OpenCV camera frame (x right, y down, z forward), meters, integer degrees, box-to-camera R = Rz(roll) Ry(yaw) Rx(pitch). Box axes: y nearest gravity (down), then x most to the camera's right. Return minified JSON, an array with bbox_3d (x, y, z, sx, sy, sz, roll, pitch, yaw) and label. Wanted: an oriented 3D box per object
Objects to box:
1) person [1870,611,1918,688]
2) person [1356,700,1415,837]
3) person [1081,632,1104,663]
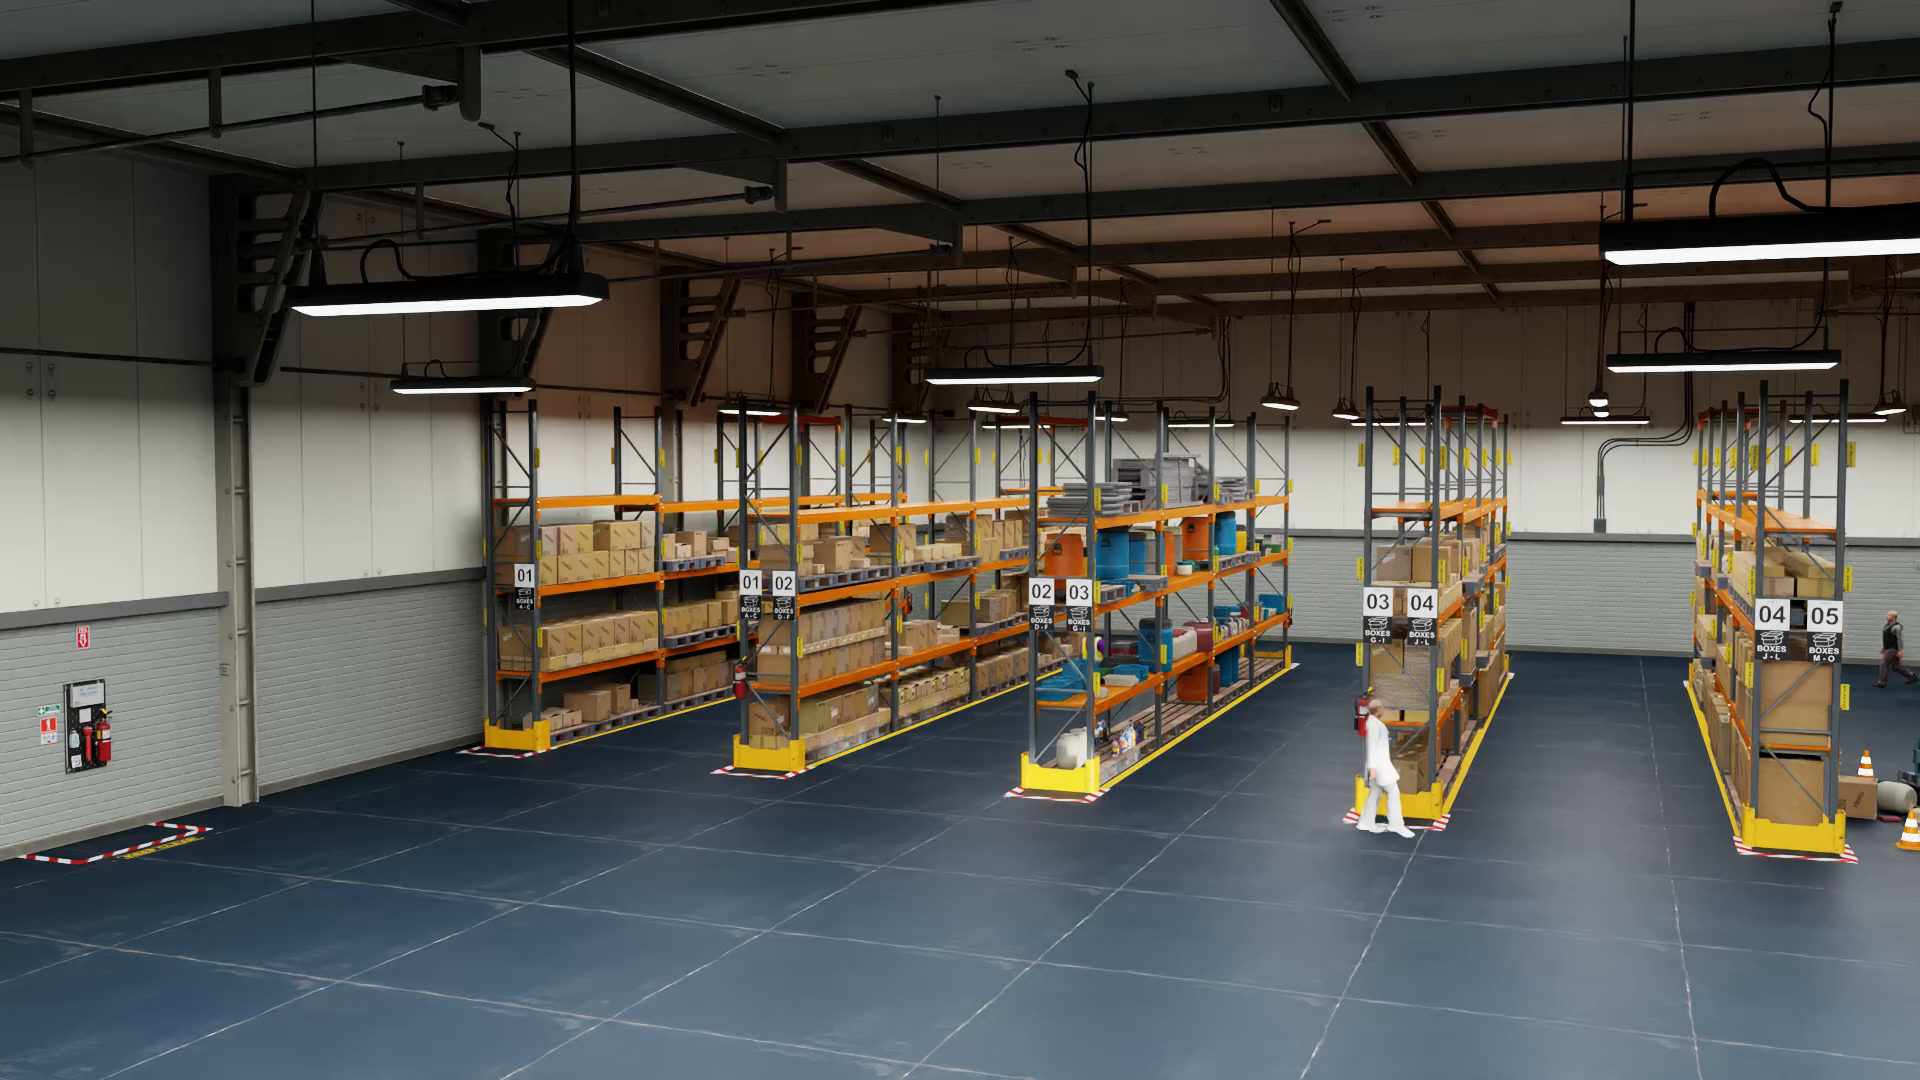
[{"bbox_3d":[20.276,2.375,36.073,0.964,1.690,0.542,1,3,17],"label":"person"},{"bbox_3d":[5.671,3.026,22.185,0.720,1.793,0.603,0,3,4],"label":"person"},{"bbox_3d":[2.671,2.514,32.891,0.636,1.740,0.678,2,3,33],"label":"person"}]
